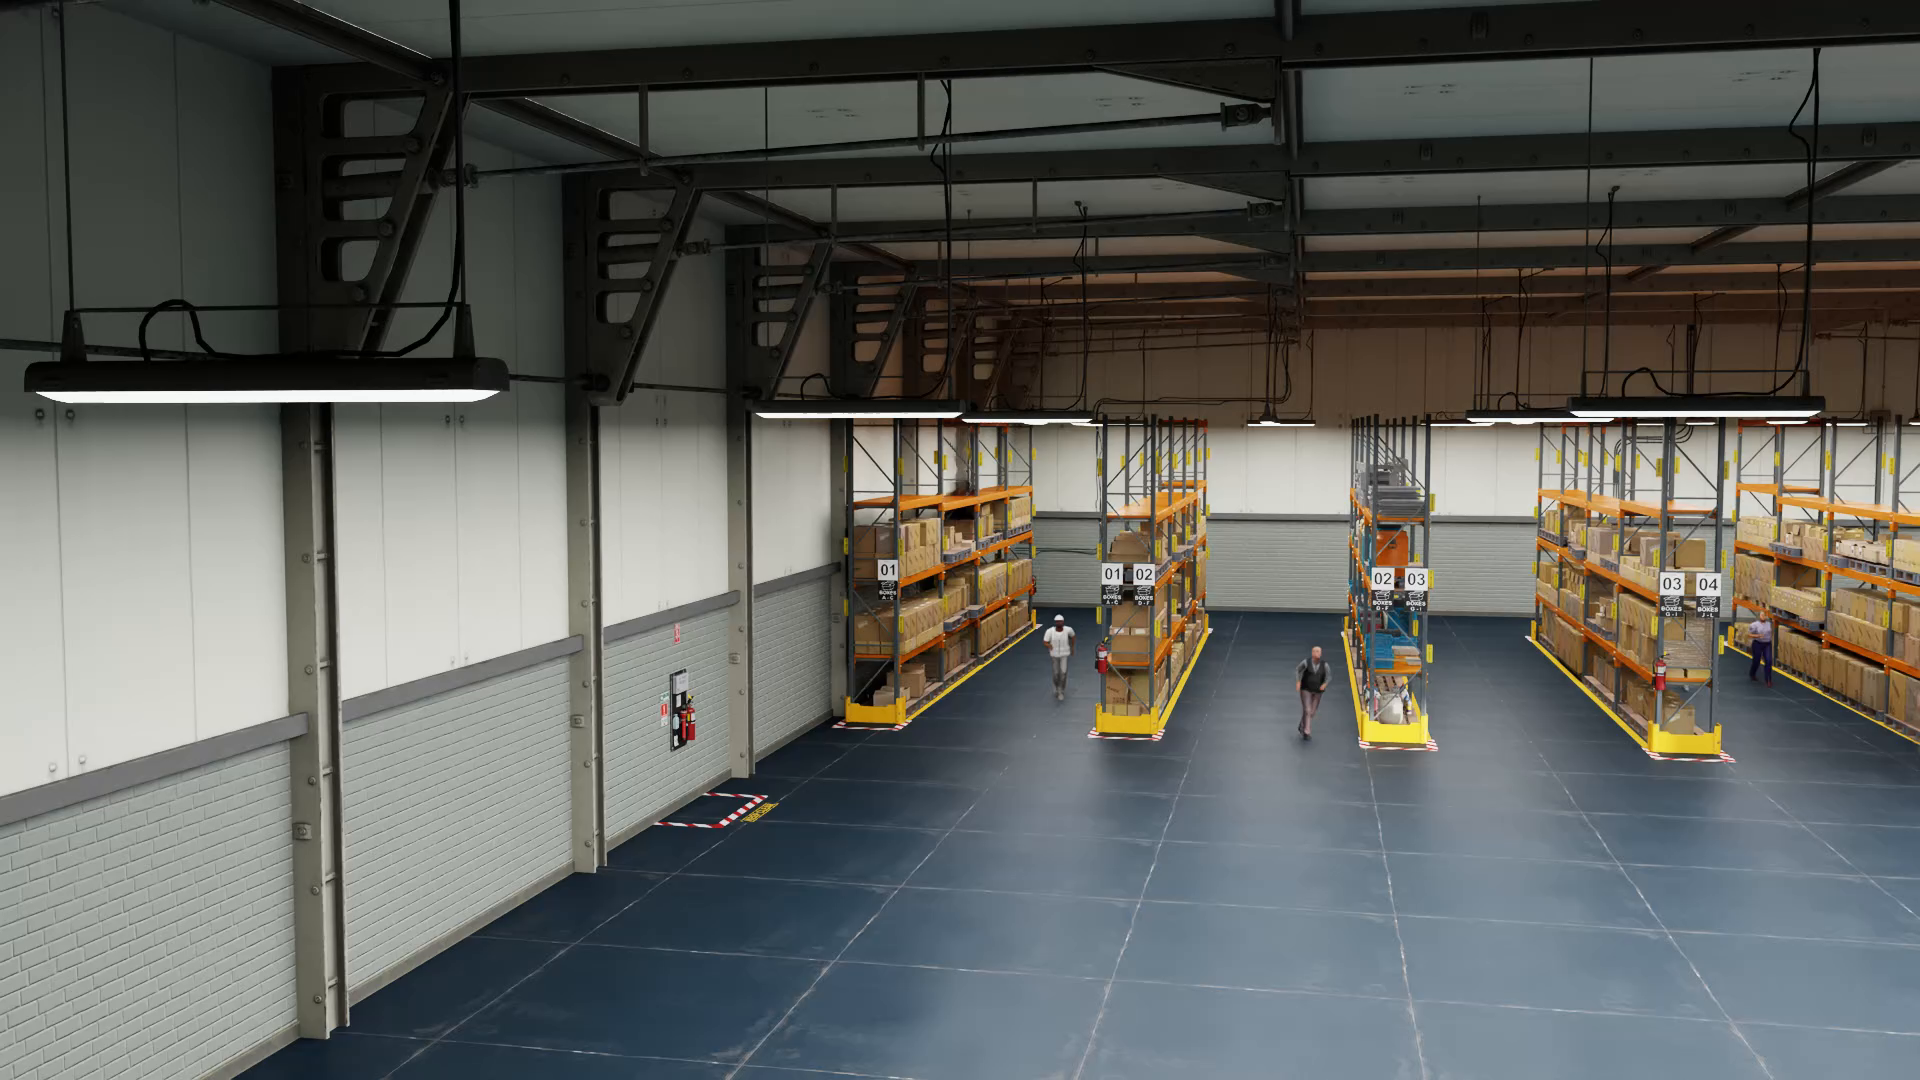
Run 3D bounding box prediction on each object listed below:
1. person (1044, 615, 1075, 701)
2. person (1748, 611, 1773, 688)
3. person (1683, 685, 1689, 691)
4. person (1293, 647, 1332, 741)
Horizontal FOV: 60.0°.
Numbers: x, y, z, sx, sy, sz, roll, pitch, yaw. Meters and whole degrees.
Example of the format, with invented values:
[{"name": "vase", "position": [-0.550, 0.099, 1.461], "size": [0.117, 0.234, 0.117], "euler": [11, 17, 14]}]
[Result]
[{"name": "person", "position": [2.113, 2.484, 35.472], "size": [0.650, 1.810, 0.850], "euler": [1, 4, 9]}, {"name": "person", "position": [17.916, 2.418, 37.184], "size": [0.604, 1.657, 0.893], "euler": [1, 4, 8]}, {"name": "person", "position": [16.038, 2.451, 36.760], "size": [0.585, 1.661, 0.959], "euler": [1, 4, 9]}, {"name": "person", "position": [6.549, 2.834, 30.862], "size": [0.681, 1.718, 0.779], "euler": [0, 4, -3]}]
